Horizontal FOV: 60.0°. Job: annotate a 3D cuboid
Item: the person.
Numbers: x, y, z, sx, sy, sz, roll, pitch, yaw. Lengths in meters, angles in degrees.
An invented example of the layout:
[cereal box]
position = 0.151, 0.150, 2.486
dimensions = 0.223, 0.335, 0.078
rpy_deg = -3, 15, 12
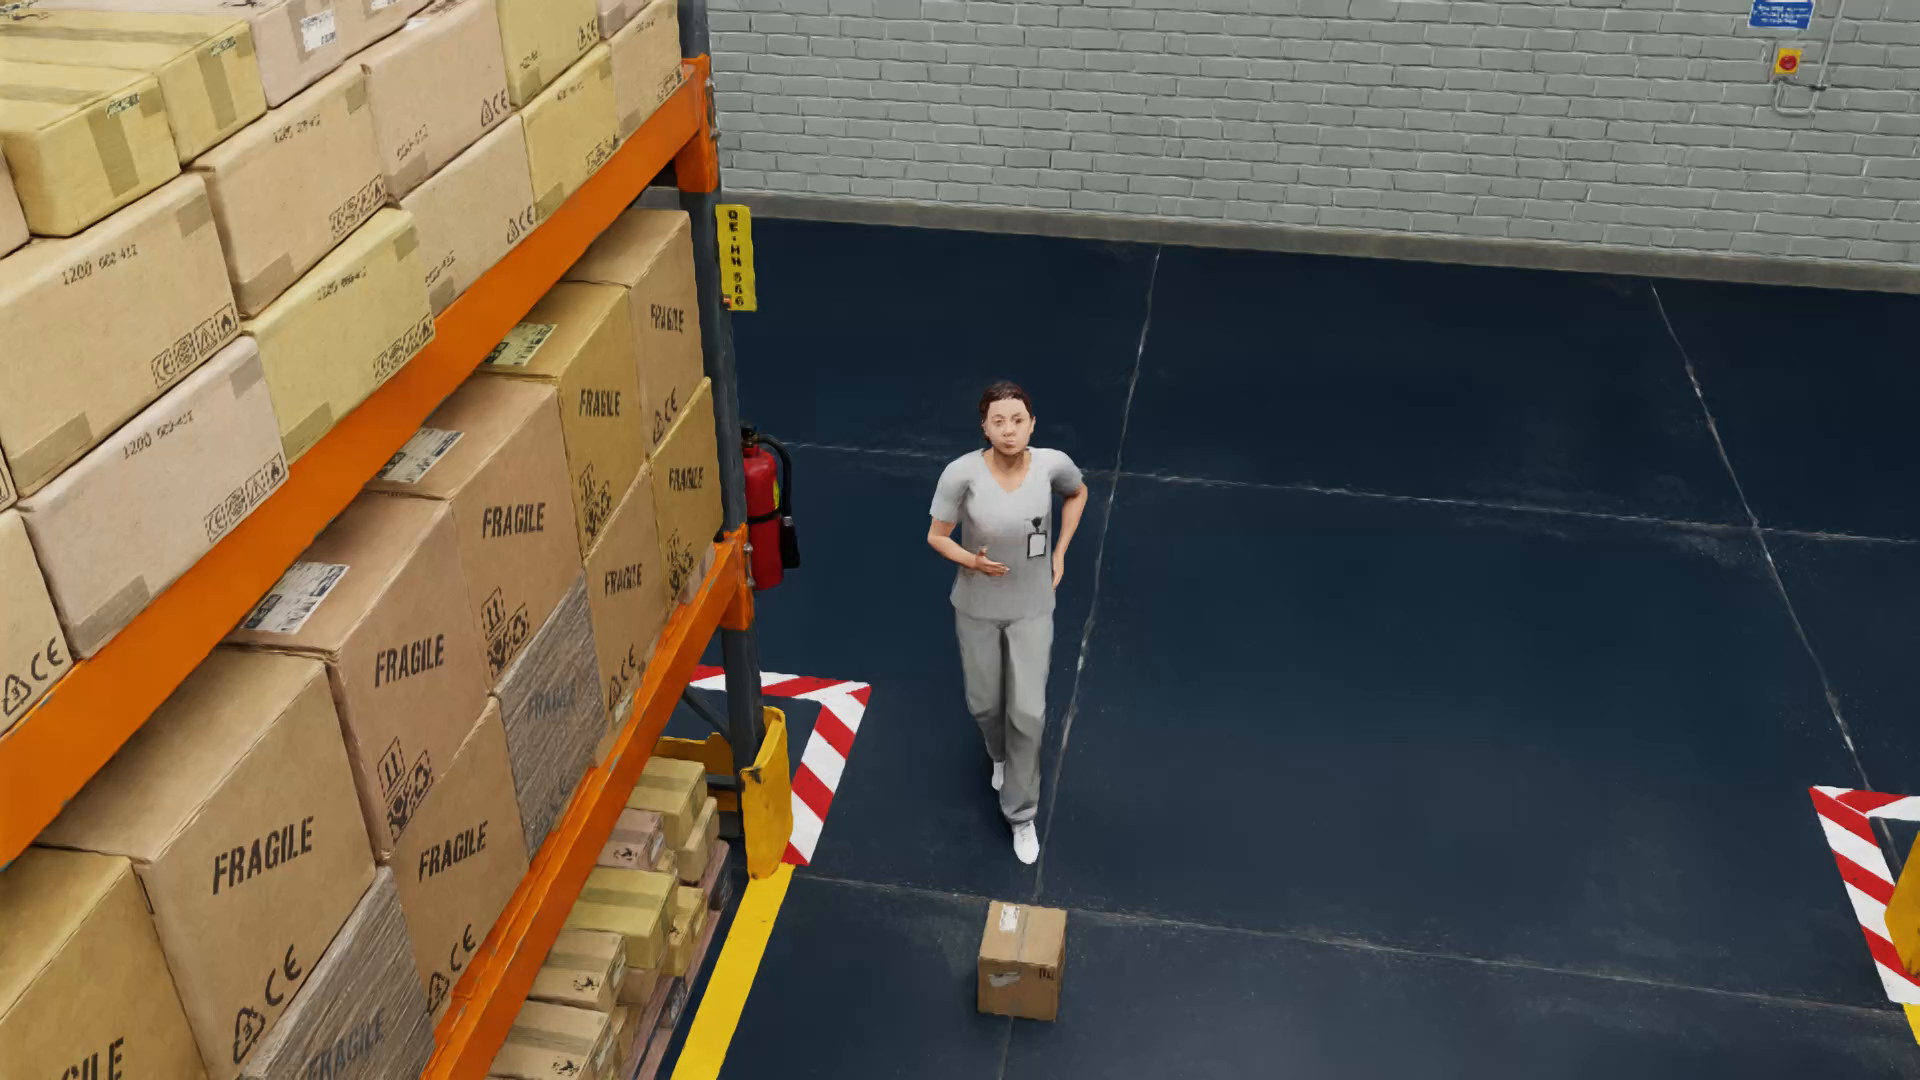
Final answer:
[person]
position = 0.155, 0.282, 5.760
dimensions = 0.543, 1.669, 0.701
rpy_deg = 2, 33, 3
